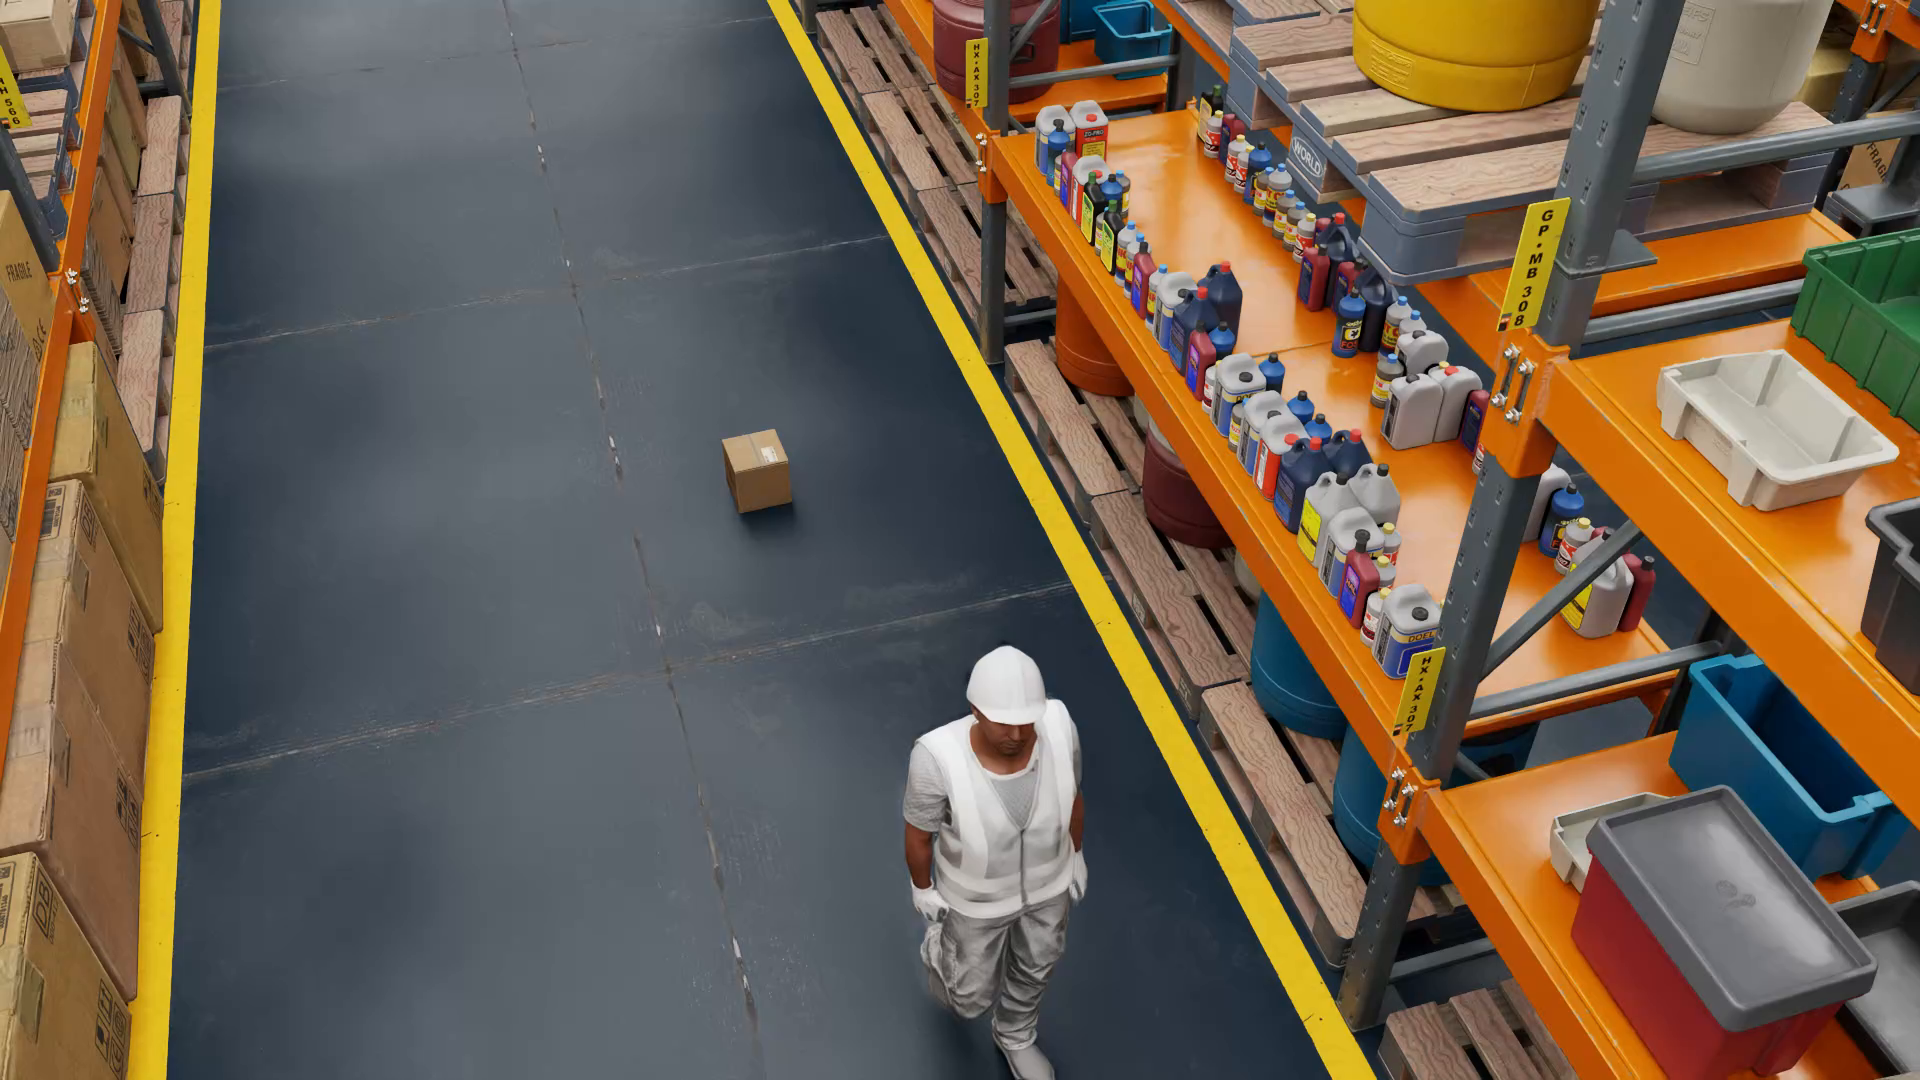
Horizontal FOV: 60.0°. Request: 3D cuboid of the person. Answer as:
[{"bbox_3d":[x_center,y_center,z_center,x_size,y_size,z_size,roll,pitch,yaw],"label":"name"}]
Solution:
[{"bbox_3d":[0.113,0.965,4.993,0.556,1.719,0.476,-15,44,-16],"label":"person"}]
